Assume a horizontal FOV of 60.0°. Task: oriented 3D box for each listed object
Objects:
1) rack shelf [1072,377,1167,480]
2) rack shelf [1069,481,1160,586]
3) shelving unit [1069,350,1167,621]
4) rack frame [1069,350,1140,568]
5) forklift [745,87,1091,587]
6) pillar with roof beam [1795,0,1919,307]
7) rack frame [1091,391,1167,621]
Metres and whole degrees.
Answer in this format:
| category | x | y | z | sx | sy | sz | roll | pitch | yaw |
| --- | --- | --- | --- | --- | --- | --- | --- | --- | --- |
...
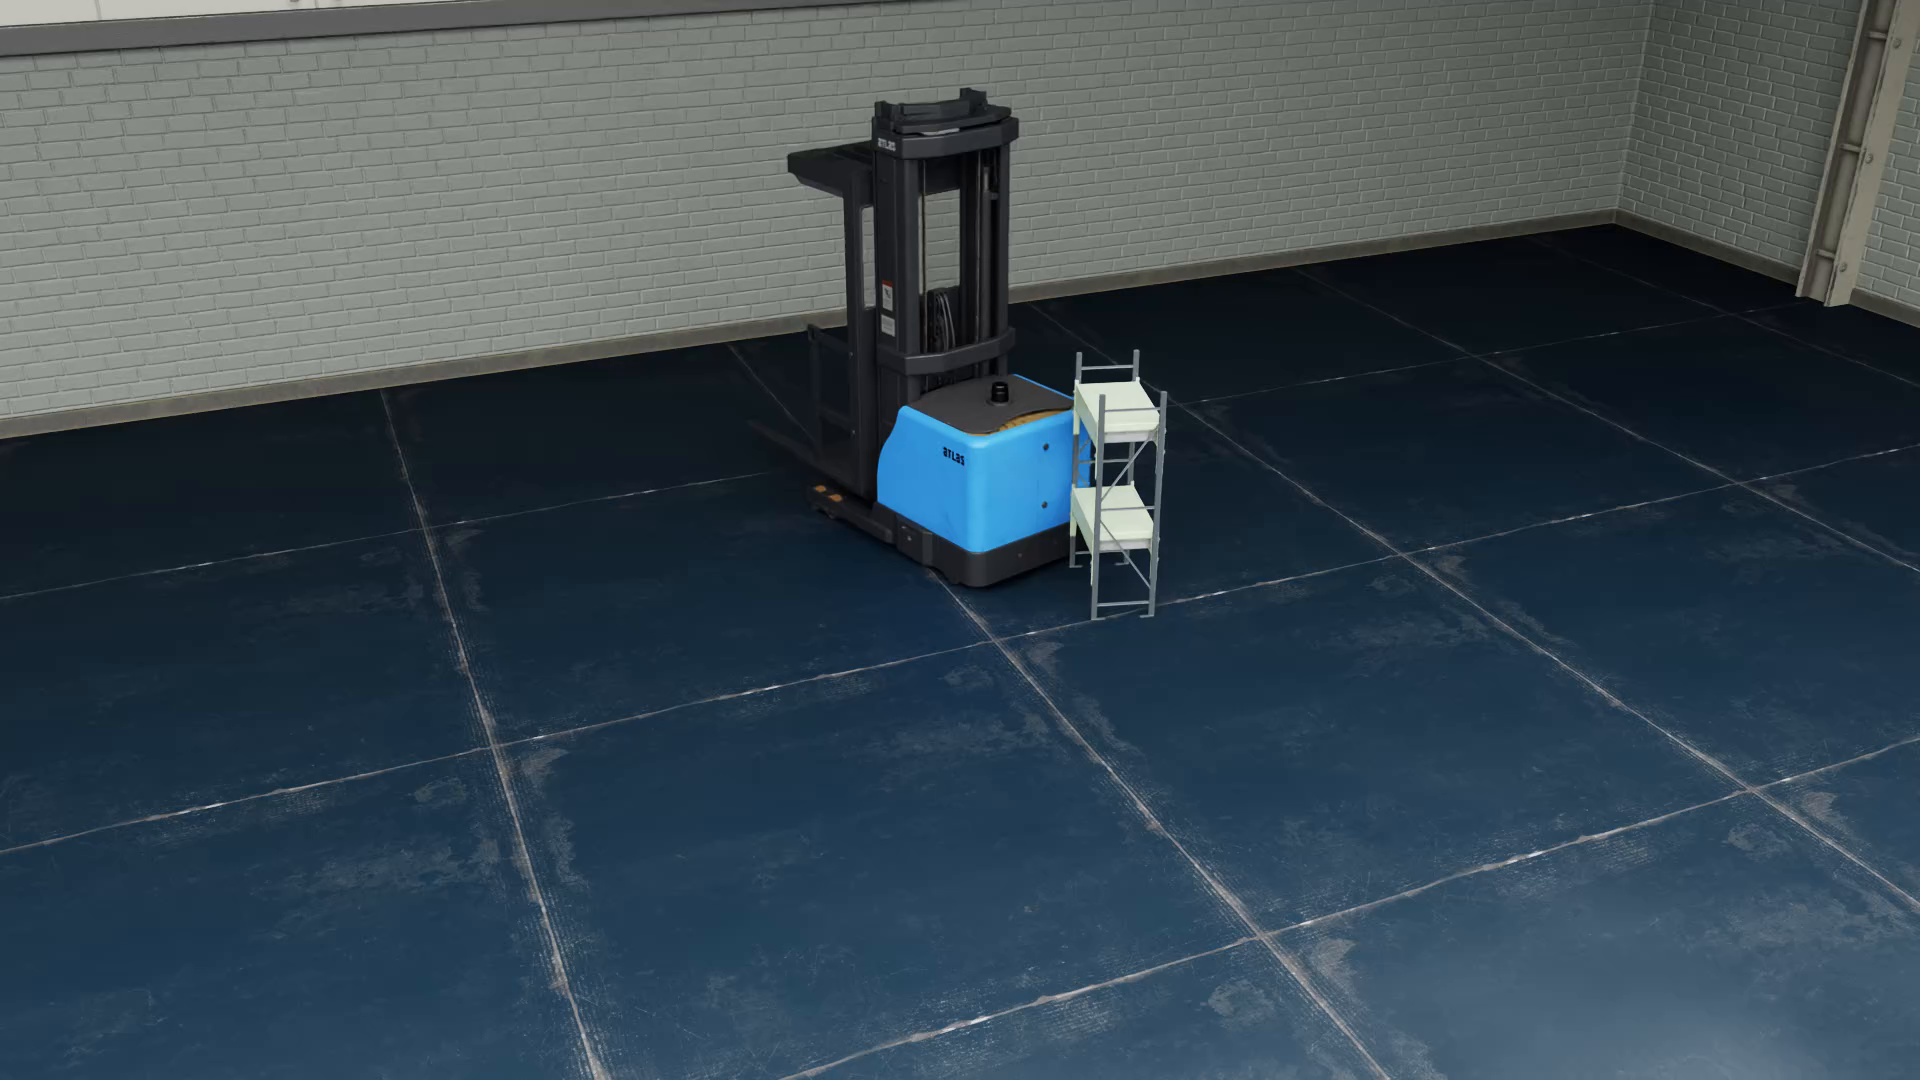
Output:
| category | x | y | z | sx | sy | sz | roll | pitch | yaw |
| --- | --- | --- | --- | --- | --- | --- | --- | --- | --- |
| rack shelf | 0.969 | -0.695 | 10.222 | 0.431 | 0.370 | 0.720 | -3 | 26 | -6 |
| rack shelf | 0.969 | -0.052 | 10.536 | 0.431 | 0.370 | 0.720 | -3 | 26 | -6 |
| shelving unit | 0.969 | -0.345 | 10.393 | 0.431 | 1.500 | 0.755 | -3 | 26 | -6 |
| rack frame | 0.924 | -0.504 | 10.719 | 0.400 | 1.500 | 0.023 | -3 | 26 | -6 |
| forklift | -0.441 | -1.594 | 11.320 | 1.130 | 2.935 | 3.031 | -19 | 32 | -34 |
| pillar with roof beam | 4.443 | -5.650 | 12.711 | 9.100 | 9.000 | 0.400 | -11 | 28 | -21 |
| rack frame | 1.015 | -0.185 | 10.067 | 0.400 | 1.500 | 0.023 | -3 | 26 | -6 |
